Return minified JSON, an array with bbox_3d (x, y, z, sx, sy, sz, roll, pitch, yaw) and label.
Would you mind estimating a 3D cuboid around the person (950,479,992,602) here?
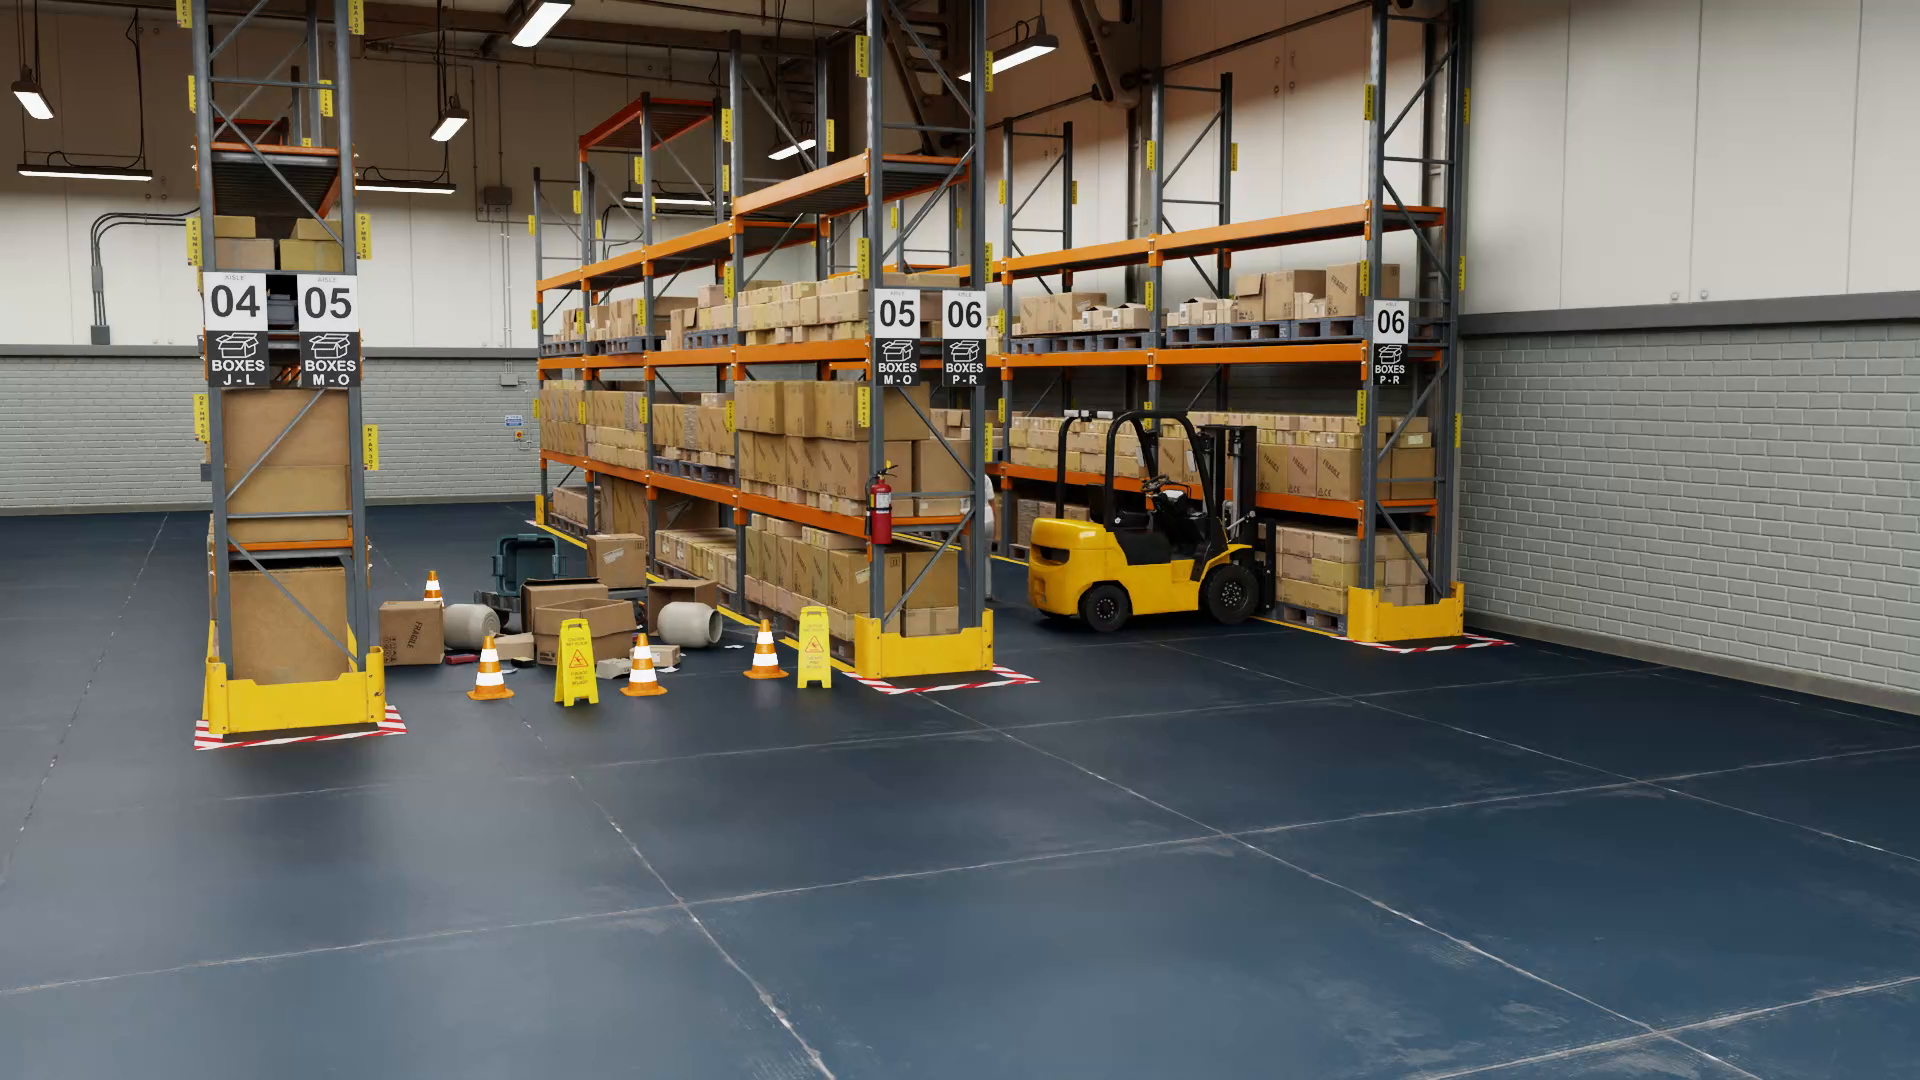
[{"bbox_3d":[0.118,-0.145,18.440,0.560,1.638,0.829,-3,6,-25],"label":"person"}]
